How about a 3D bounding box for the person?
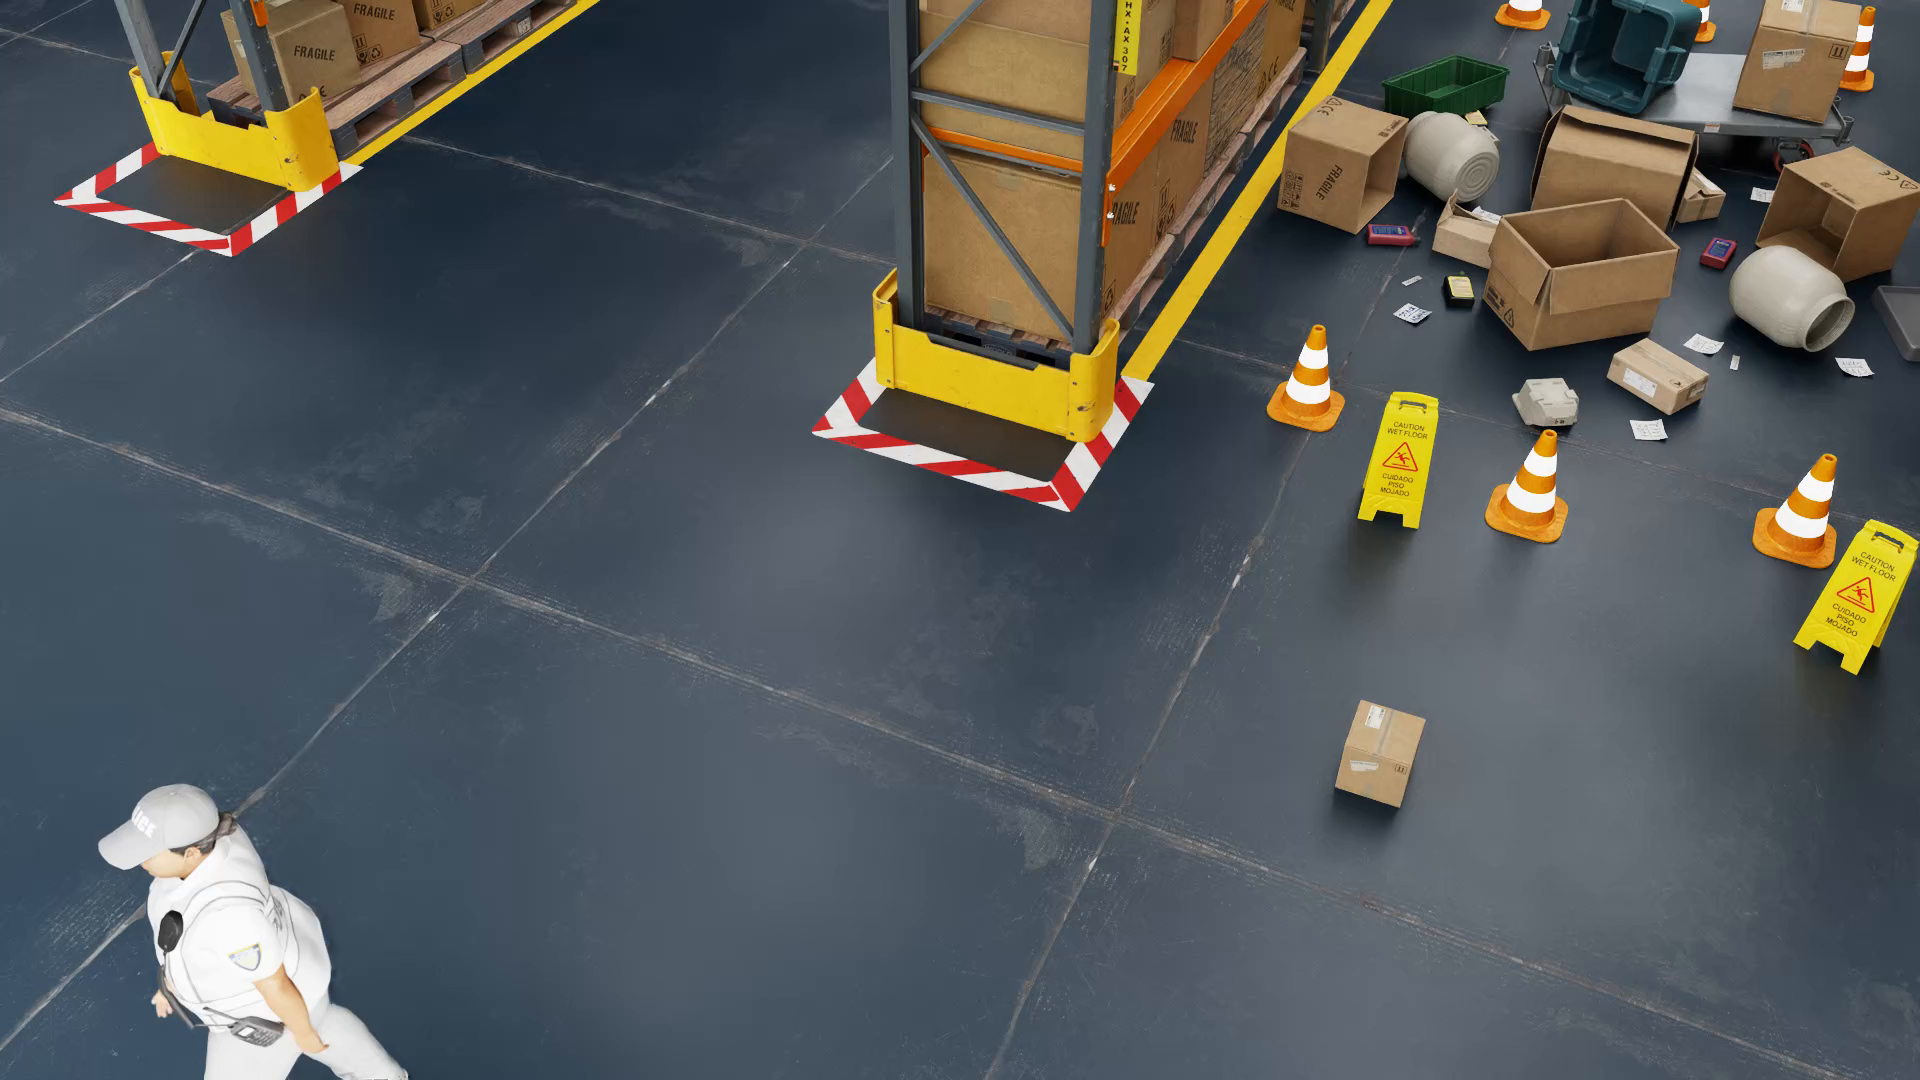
[{"bbox_3d":[-2.005,1.302,4.754,0.547,1.731,0.479,-18,45,-19],"label":"person"}]
